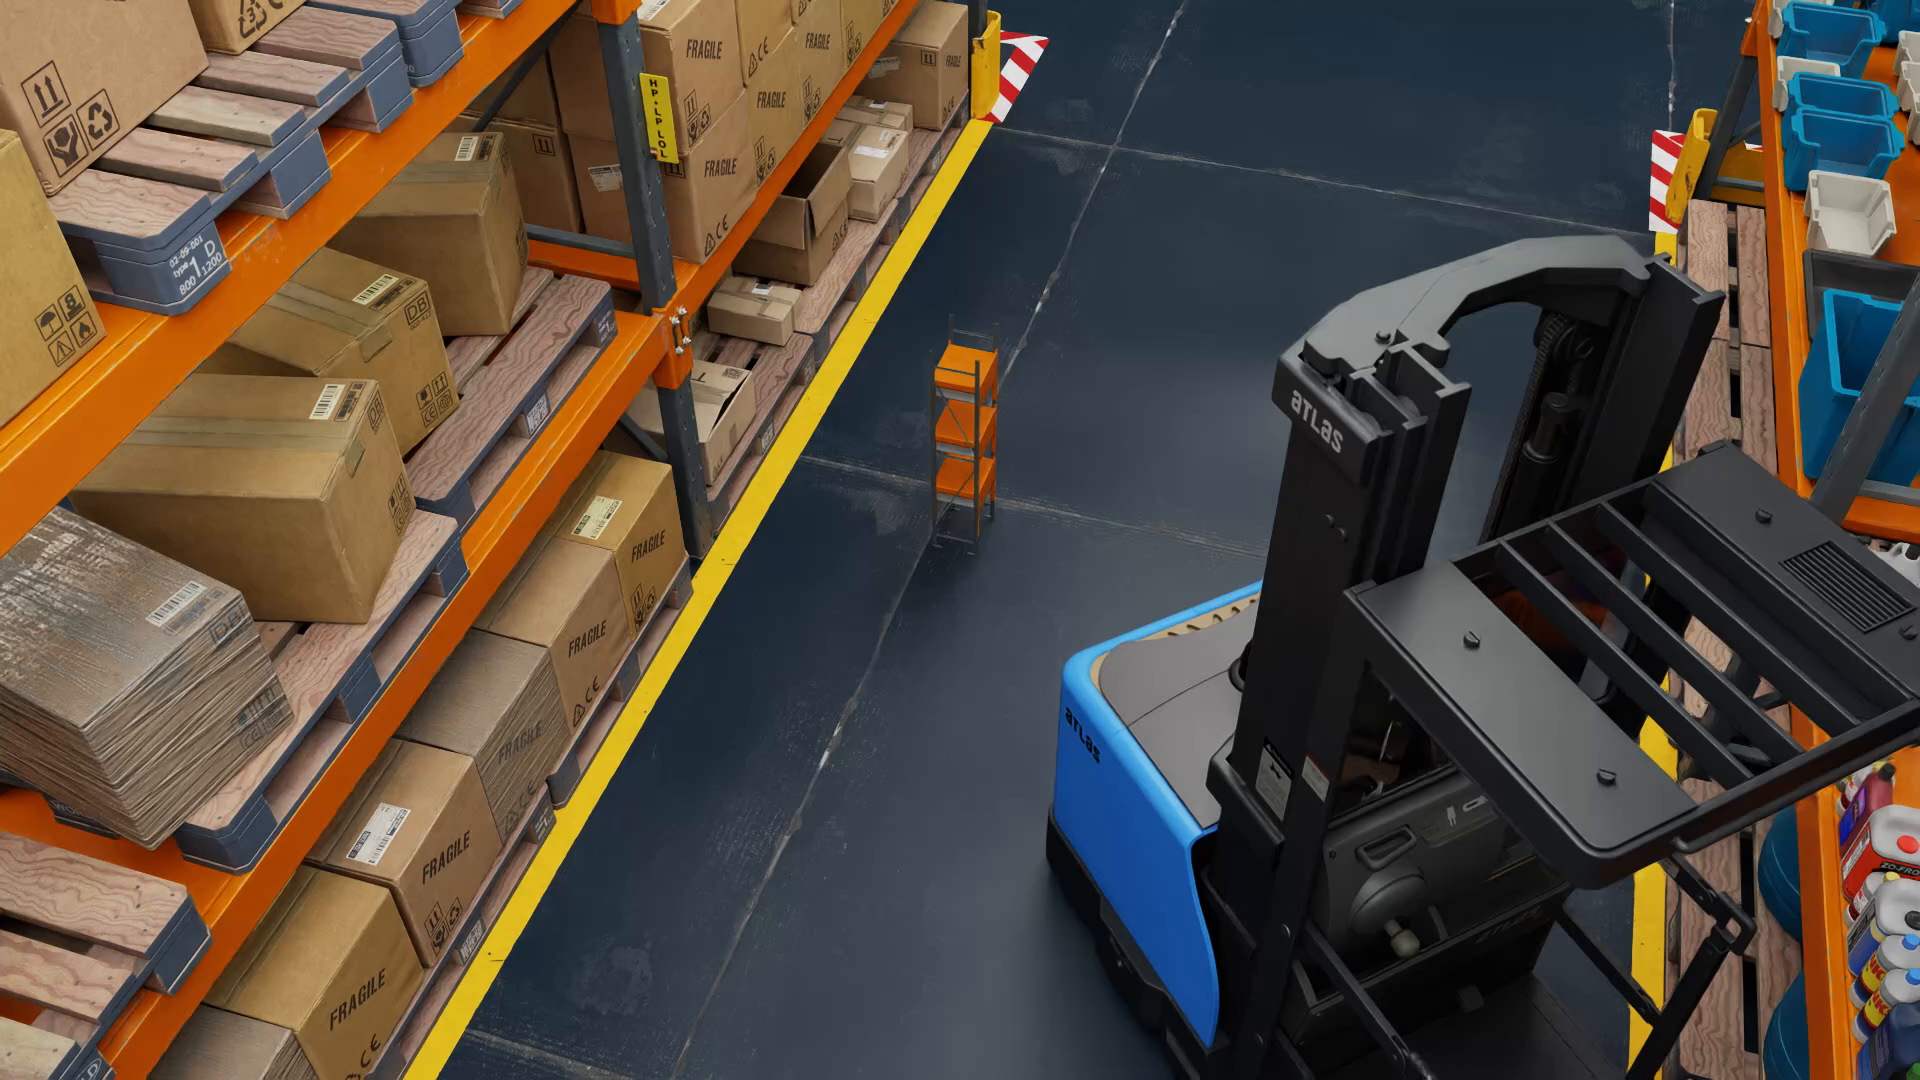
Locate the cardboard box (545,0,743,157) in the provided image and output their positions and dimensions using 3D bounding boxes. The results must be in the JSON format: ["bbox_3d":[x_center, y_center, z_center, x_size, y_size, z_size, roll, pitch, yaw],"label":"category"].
[{"bbox_3d":[-1.138,-1.774,6.031,0.500,0.500,0.500,14,46,14],"label":"cardboard box"}]

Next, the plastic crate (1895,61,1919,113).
[{"bbox_3d":[4.206,-1.896,7.088,0.396,0.136,0.243,13,46,13],"label":"plastic crate"}]

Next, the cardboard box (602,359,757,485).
[{"bbox_3d":[-1.215,-0.557,7.181,0.500,0.311,0.500,13,46,13],"label":"cardboard box"}]

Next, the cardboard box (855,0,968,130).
[{"bbox_3d":[-0.267,-2.642,9.177,0.500,0.500,0.500,13,46,13],"label":"cardboard box"}]

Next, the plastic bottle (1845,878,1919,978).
[{"bbox_3d":[2.317,0.969,4.103,0.152,0.276,0.135,13,46,13],"label":"plastic bottle"}]

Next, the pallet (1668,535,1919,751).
[{"bbox_3d":[3.357,0.423,6.566,1.003,0.211,1.213,13,46,13],"label":"pallet"}]

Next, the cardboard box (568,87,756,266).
[{"bbox_3d":[-1.135,-1.444,6.409,0.500,0.500,0.500,14,46,14],"label":"cardboard box"}]

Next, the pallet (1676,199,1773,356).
[{"bbox_3d":[4.096,-1.203,8.228,1.003,0.211,1.213,13,46,13],"label":"pallet"}]

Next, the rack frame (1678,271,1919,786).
[{"bbox_3d":[3.171,-0.075,5.081,1.000,3.000,0.127,13,46,13],"label":"rack frame"}]

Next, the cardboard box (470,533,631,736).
[{"bbox_3d":[-1.583,0.327,6.143,0.500,0.500,0.500,13,46,13],"label":"cardboard box"}]

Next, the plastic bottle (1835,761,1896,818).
[{"bbox_3d":[2.437,0.669,4.463,0.097,0.201,0.097,0,44,0],"label":"plastic bottle"}]

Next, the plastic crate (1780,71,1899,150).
[{"bbox_3d":[3.595,-1.730,6.849,0.416,0.233,0.300,13,46,13],"label":"plastic crate"}]

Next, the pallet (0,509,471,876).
[{"bbox_3d":[-2.175,0.311,4.824,1.003,0.211,1.213,13,46,13],"label":"pallet"}]

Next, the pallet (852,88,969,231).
[{"bbox_3d":[-0.601,-2.214,9.261,1.003,0.211,1.213,13,46,13],"label":"pallet"}]

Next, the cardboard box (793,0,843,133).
[{"bbox_3d":[-0.829,-2.119,7.099,0.500,0.500,0.500,12,46,12],"label":"cardboard box"}]

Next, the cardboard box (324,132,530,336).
[{"bbox_3d":[-1.905,-1.044,5.700,0.700,0.500,0.500,-1,44,-1],"label":"cardboard box"}]

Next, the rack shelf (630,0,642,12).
[{"bbox_3d":[-0.943,-3.275,6.721,1.077,0.370,4.000,13,46,13],"label":"rack shelf"}]

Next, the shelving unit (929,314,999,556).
[{"bbox_3d":[0.016,-0.411,6.818,0.215,1.050,0.252,13,46,12],"label":"shelving unit"}]

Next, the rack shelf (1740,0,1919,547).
[{"bbox_3d":[3.777,-1.151,6.695,1.077,0.370,4.000,13,46,13],"label":"rack shelf"}]

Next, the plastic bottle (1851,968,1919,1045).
[{"bbox_3d":[2.226,1.107,3.965,0.097,0.271,0.097,0,44,0],"label":"plastic bottle"}]

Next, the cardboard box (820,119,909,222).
[{"bbox_3d":[-0.583,-1.926,8.624,0.500,0.250,0.500,13,46,13],"label":"cardboard box"}]

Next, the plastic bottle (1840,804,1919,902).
[{"bbox_3d":[2.387,0.814,4.261,0.152,0.276,0.135,13,46,13],"label":"plastic bottle"}]

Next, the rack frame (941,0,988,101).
[{"bbox_3d":[-0.337,-3.793,8.880,1.000,3.000,0.127,13,46,13],"label":"rack frame"}]

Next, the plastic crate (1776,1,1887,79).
[{"bbox_3d":[3.794,-2.169,7.298,0.416,0.233,0.300,13,46,13],"label":"plastic crate"}]

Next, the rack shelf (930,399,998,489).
[{"bbox_3d":[0.016,-0.403,6.826,0.215,0.259,0.240,13,46,12],"label":"rack shelf"}]

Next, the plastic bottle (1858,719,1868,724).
[{"bbox_3d":[2.496,0.514,4.571,0.097,0.271,0.097,0,44,0],"label":"plastic bottle"}]

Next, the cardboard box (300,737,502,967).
[{"bbox_3d":[-1.887,1.000,5.455,0.500,0.500,0.500,11,45,11],"label":"cardboard box"}]

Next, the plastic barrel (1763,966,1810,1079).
[{"bbox_3d":[2.776,1.356,4.819,0.600,0.901,0.708,13,46,13],"label":"plastic barrel"}]

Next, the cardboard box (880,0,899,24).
[{"bbox_3d":[-0.524,-2.795,7.789,0.500,0.500,0.500,13,46,13],"label":"cardboard box"}]

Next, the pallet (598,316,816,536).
[{"bbox_3d":[-1.340,-0.588,7.599,1.003,0.211,1.213,13,46,13],"label":"pallet"}]

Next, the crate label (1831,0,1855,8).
[{"bbox_3d":[3.994,-2.608,7.746,0.416,0.233,0.303,13,46,13],"label":"crate label"}]

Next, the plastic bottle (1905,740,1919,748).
[{"bbox_3d":[2.681,0.482,4.654,0.097,0.201,0.097,0,44,0],"label":"plastic bottle"}]

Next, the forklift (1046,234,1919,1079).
[{"bbox_3d":[1.422,0.859,4.176,1.130,2.935,3.031,-20,48,-19],"label":"forklift"}]

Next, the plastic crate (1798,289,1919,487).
[{"bbox_3d":[2.987,-0.474,5.457,0.392,0.384,0.575,13,46,13],"label":"plastic crate"}]

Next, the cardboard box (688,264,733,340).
[{"bbox_3d":[-1.419,-1.263,7.903,0.500,0.311,0.500,13,46,13],"label":"cardboard box"}]

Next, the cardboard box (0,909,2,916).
[{"bbox_3d":[-2.677,0.910,3.703,0.700,0.500,0.500,-1,44,-1],"label":"cardboard box"}]

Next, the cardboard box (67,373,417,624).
[{"bbox_3d":[-2.025,-0.122,4.757,0.700,0.500,0.500,2,44,2],"label":"cardboard box"}]

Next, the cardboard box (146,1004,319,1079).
[{"bbox_3d":[-2.197,1.683,4.757,0.500,0.500,0.500,11,45,11],"label":"cardboard box"}]

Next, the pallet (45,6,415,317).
[{"bbox_3d":[-2.124,-1.020,4.036,1.213,0.211,1.003,13,46,13],"label":"pallet"}]

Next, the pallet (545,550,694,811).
[{"bbox_3d":[-1.759,0.420,6.569,1.003,0.211,1.213,13,46,13],"label":"pallet"}]

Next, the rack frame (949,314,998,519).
[{"bbox_3d":[0.053,-0.492,6.901,0.200,1.050,0.008,13,46,12],"label":"rack frame"}]

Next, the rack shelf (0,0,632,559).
[{"bbox_3d":[-2.154,-0.609,3.996,1.077,0.370,4.000,13,46,13],"label":"rack shelf"}]

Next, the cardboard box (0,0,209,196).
[{"bbox_3d":[-2.173,-1.211,3.653,0.600,0.600,0.600,11,45,11],"label":"cardboard box"}]

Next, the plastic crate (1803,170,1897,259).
[{"bbox_3d":[3.412,-1.227,6.403,0.293,0.136,0.466,13,46,13],"label":"plastic crate"}]

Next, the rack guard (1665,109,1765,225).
[{"bbox_3d":[4.377,-1.867,8.699,1.175,0.500,0.348,13,46,13],"label":"rack guard"}]

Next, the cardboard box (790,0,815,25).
[{"bbox_3d":[-0.826,-2.461,6.733,0.500,0.500,0.500,11,46,11],"label":"cardboard box"}]

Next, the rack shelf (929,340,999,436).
[{"bbox_3d":[0.016,-0.606,6.627,0.215,0.259,0.240,13,46,12],"label":"rack shelf"}]

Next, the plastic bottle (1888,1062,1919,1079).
[{"bbox_3d":[2.118,1.299,3.760,0.061,0.283,0.133,13,46,13],"label":"plastic bottle"}]
